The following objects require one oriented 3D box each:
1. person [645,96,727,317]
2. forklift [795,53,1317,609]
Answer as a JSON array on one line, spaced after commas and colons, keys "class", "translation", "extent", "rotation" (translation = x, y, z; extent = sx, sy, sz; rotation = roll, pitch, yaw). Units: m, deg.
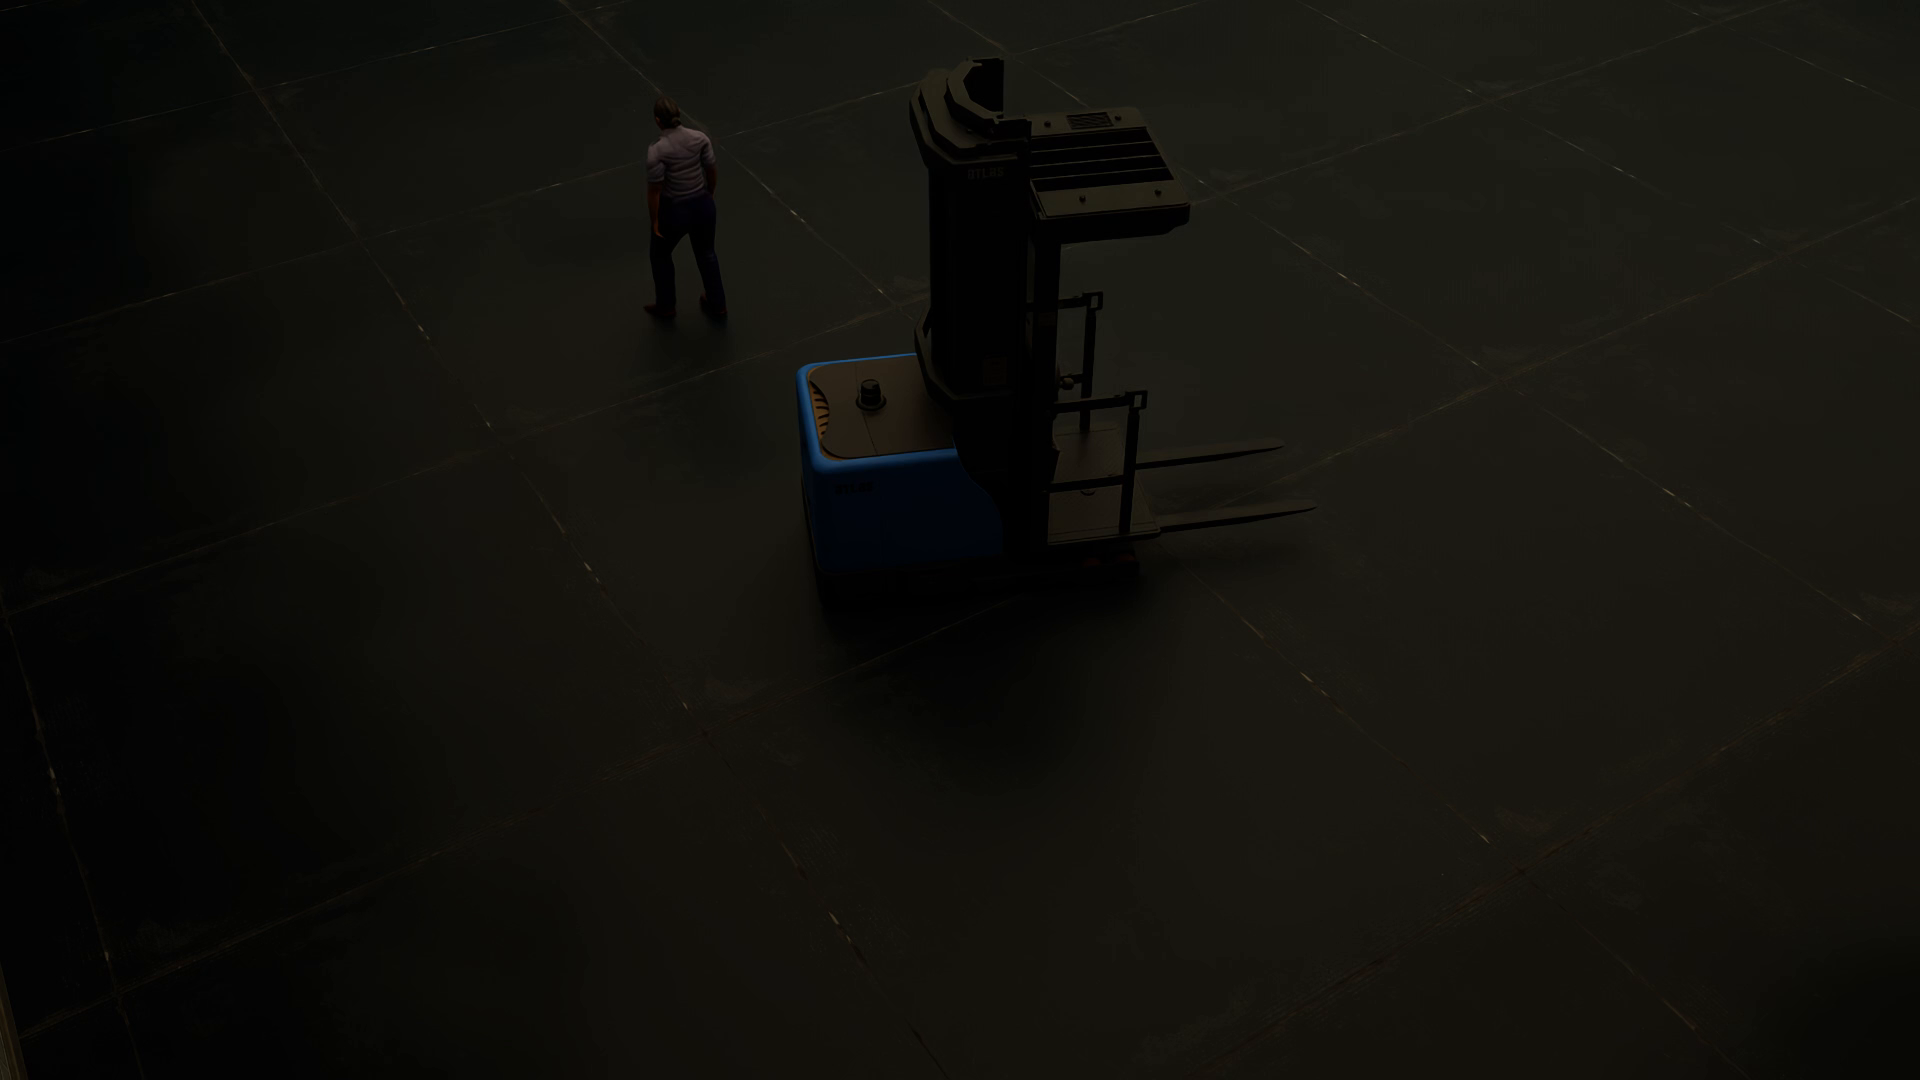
[{"class": "person", "translation": [-1.941, -2.285, 11.494], "extent": [0.571, 1.675, 0.467], "rotation": [-25, 47, -26]}, {"class": "forklift", "translation": [0.600, -1.175, 9.216], "extent": [3.031, 2.935, 1.130], "rotation": [-7, 42, -8]}]
